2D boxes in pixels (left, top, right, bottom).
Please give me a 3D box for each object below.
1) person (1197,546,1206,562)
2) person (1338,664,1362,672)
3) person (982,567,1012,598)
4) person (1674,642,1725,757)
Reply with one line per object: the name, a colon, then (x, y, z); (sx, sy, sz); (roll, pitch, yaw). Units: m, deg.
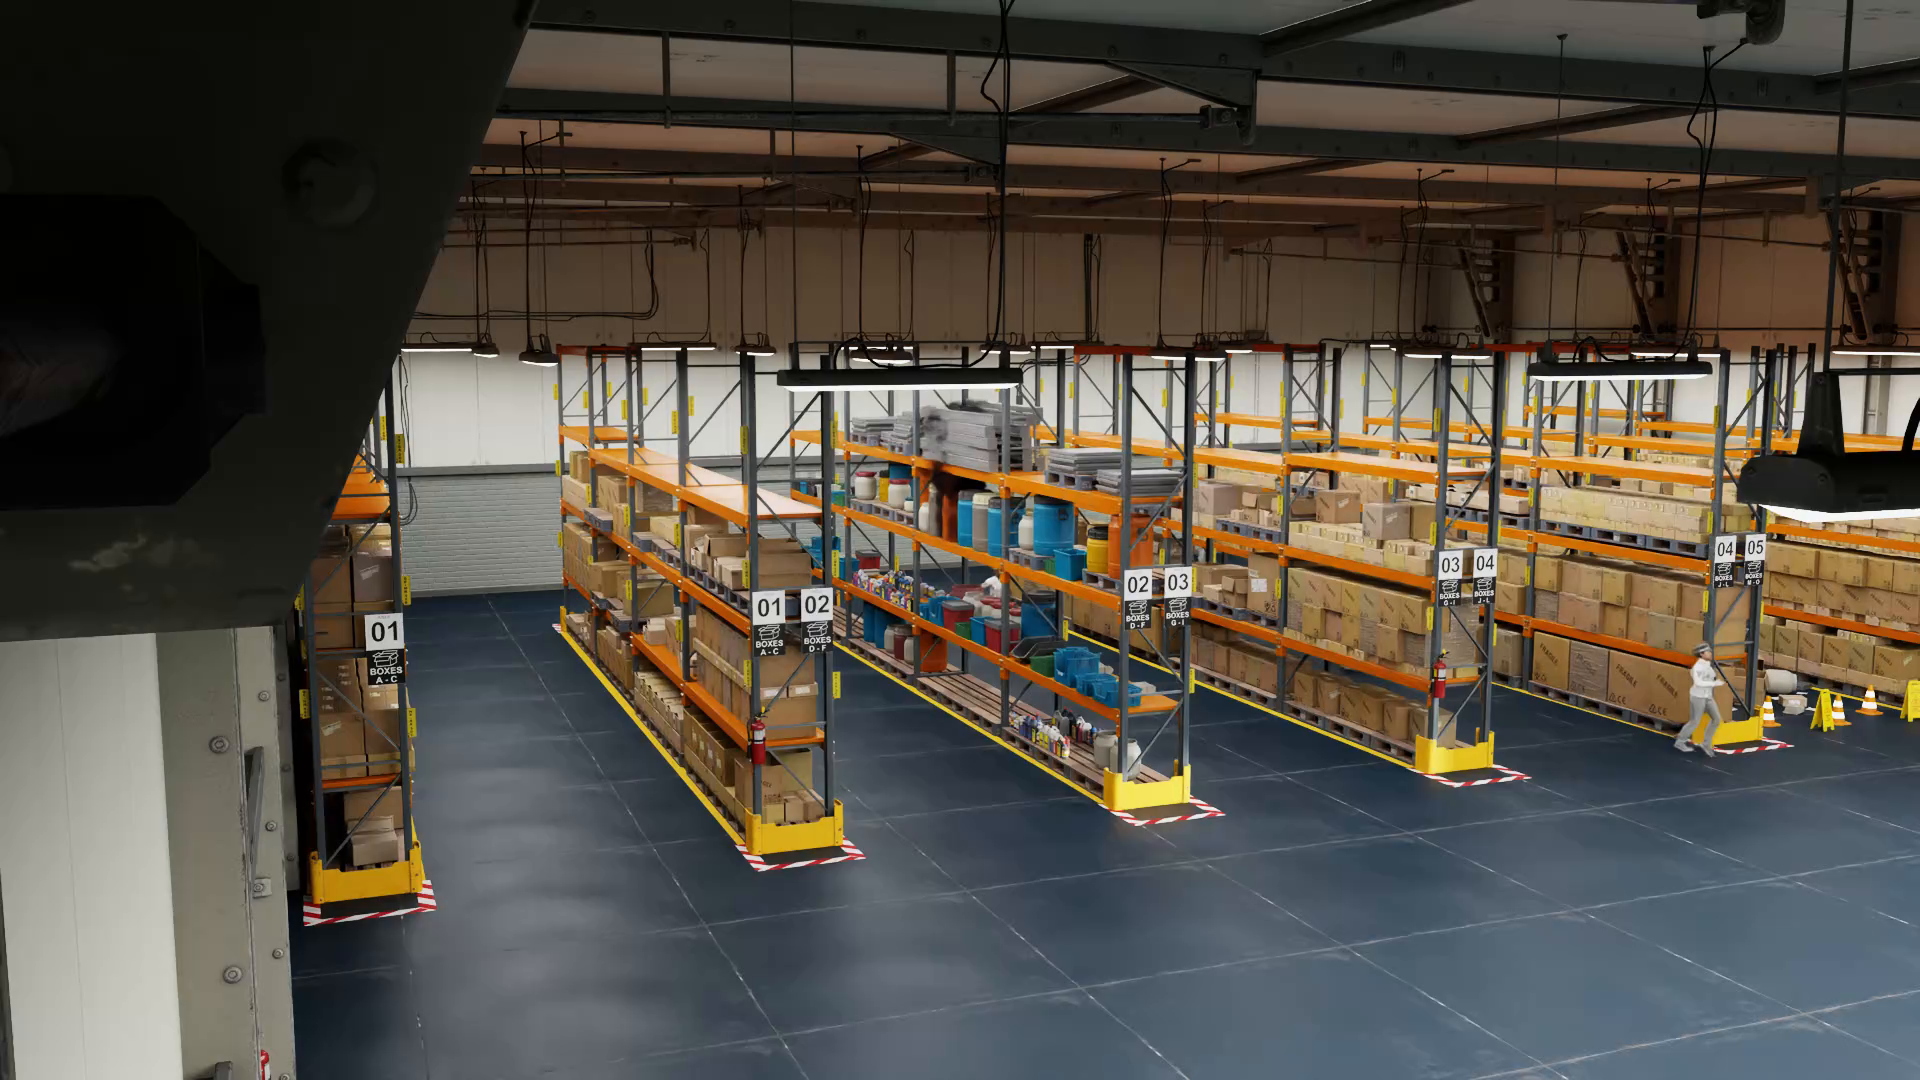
person: (6.162, 0.137, 42.145); (0.935, 1.685, 0.583); (-6, 9, -38)
person: (7.288, 1.600, 30.717); (0.642, 1.765, 0.689); (-4, 8, -27)
person: (0.749, 1.285, 32.808); (0.549, 1.665, 0.838); (-4, 8, -31)
person: (11.005, 2.374, 24.687); (0.661, 1.762, 0.606); (6, 9, 40)
